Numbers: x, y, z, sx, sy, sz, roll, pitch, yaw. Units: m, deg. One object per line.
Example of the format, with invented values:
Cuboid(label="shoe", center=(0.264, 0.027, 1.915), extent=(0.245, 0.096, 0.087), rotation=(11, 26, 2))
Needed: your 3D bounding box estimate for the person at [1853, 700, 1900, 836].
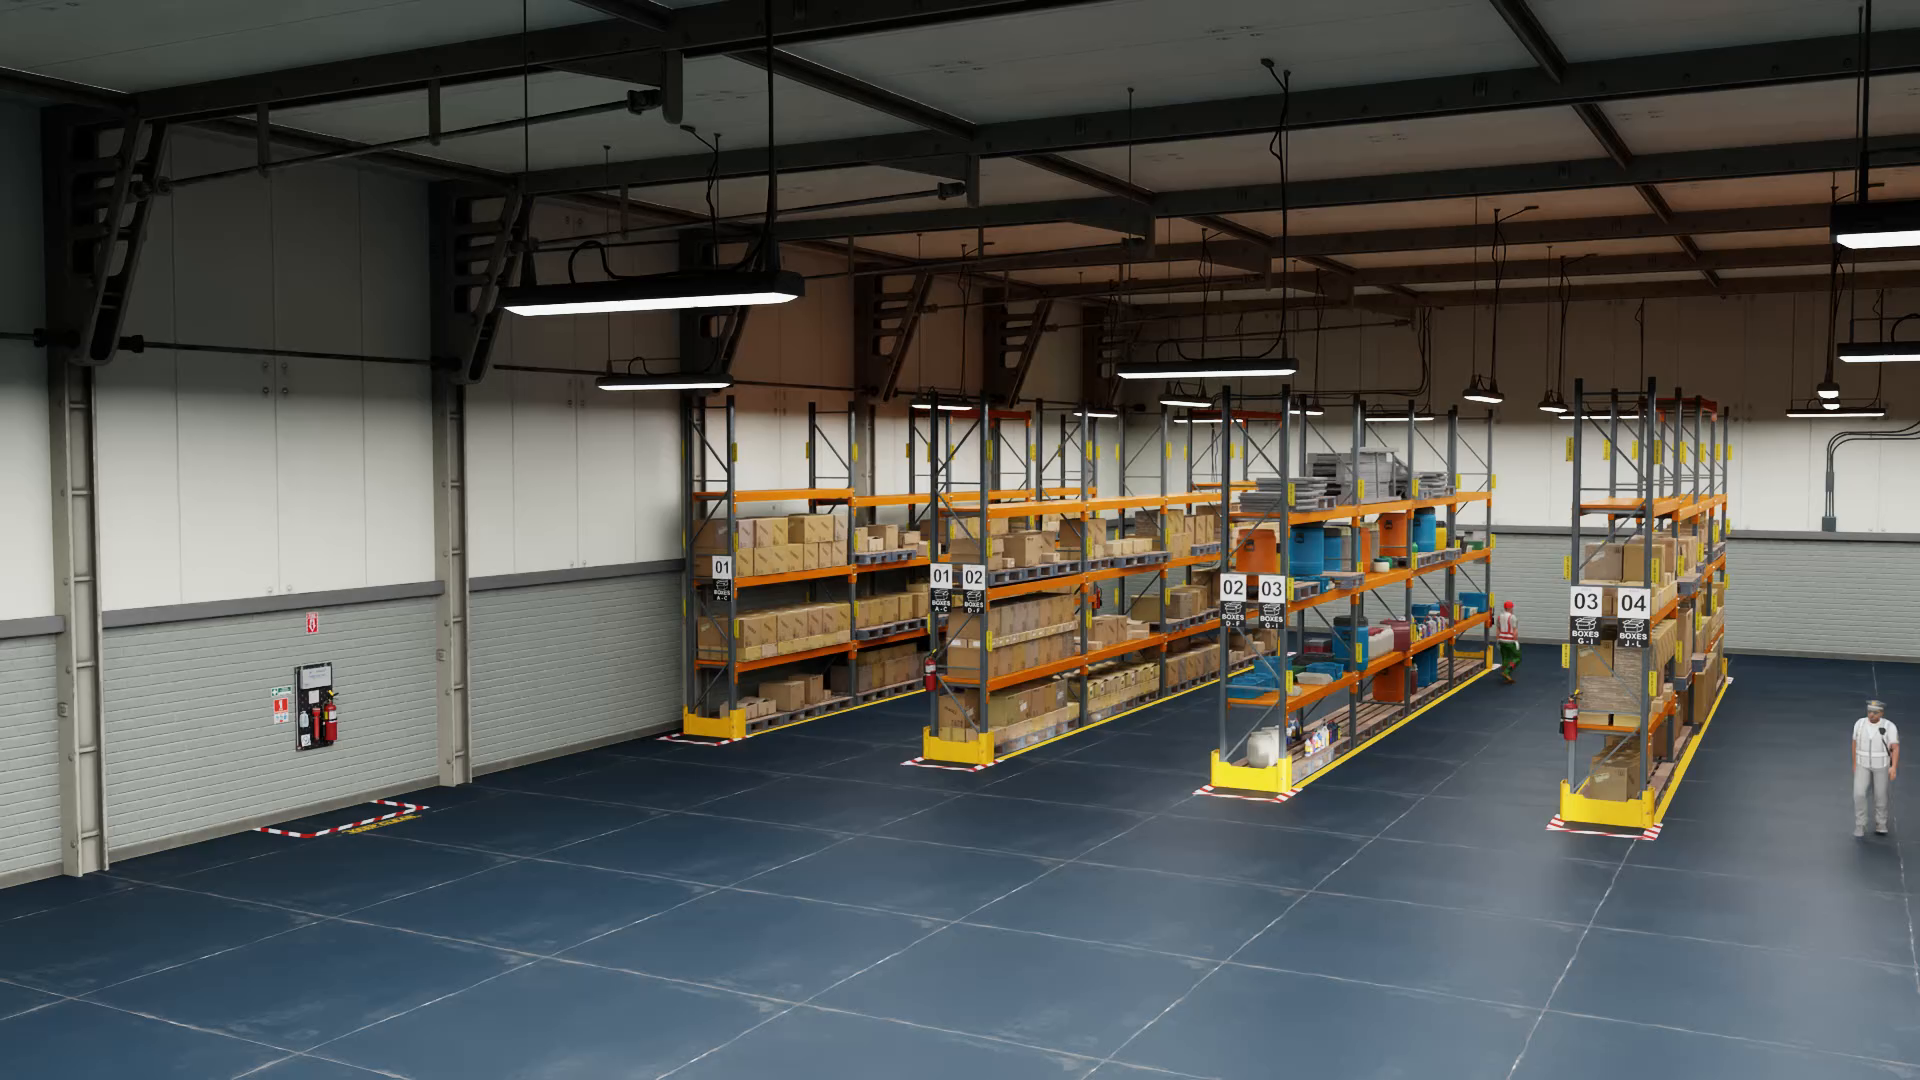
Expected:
Cuboid(label="person", center=(11.988, 3.002, 21.799), extent=(0.580, 1.813, 0.568), rotation=(3, 4, 42))

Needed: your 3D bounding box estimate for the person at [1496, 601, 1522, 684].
Cuboid(label="person", center=(11.846, 2.217, 36.031), extent=(0.507, 1.789, 0.579), rotation=(-2, 4, -33))
